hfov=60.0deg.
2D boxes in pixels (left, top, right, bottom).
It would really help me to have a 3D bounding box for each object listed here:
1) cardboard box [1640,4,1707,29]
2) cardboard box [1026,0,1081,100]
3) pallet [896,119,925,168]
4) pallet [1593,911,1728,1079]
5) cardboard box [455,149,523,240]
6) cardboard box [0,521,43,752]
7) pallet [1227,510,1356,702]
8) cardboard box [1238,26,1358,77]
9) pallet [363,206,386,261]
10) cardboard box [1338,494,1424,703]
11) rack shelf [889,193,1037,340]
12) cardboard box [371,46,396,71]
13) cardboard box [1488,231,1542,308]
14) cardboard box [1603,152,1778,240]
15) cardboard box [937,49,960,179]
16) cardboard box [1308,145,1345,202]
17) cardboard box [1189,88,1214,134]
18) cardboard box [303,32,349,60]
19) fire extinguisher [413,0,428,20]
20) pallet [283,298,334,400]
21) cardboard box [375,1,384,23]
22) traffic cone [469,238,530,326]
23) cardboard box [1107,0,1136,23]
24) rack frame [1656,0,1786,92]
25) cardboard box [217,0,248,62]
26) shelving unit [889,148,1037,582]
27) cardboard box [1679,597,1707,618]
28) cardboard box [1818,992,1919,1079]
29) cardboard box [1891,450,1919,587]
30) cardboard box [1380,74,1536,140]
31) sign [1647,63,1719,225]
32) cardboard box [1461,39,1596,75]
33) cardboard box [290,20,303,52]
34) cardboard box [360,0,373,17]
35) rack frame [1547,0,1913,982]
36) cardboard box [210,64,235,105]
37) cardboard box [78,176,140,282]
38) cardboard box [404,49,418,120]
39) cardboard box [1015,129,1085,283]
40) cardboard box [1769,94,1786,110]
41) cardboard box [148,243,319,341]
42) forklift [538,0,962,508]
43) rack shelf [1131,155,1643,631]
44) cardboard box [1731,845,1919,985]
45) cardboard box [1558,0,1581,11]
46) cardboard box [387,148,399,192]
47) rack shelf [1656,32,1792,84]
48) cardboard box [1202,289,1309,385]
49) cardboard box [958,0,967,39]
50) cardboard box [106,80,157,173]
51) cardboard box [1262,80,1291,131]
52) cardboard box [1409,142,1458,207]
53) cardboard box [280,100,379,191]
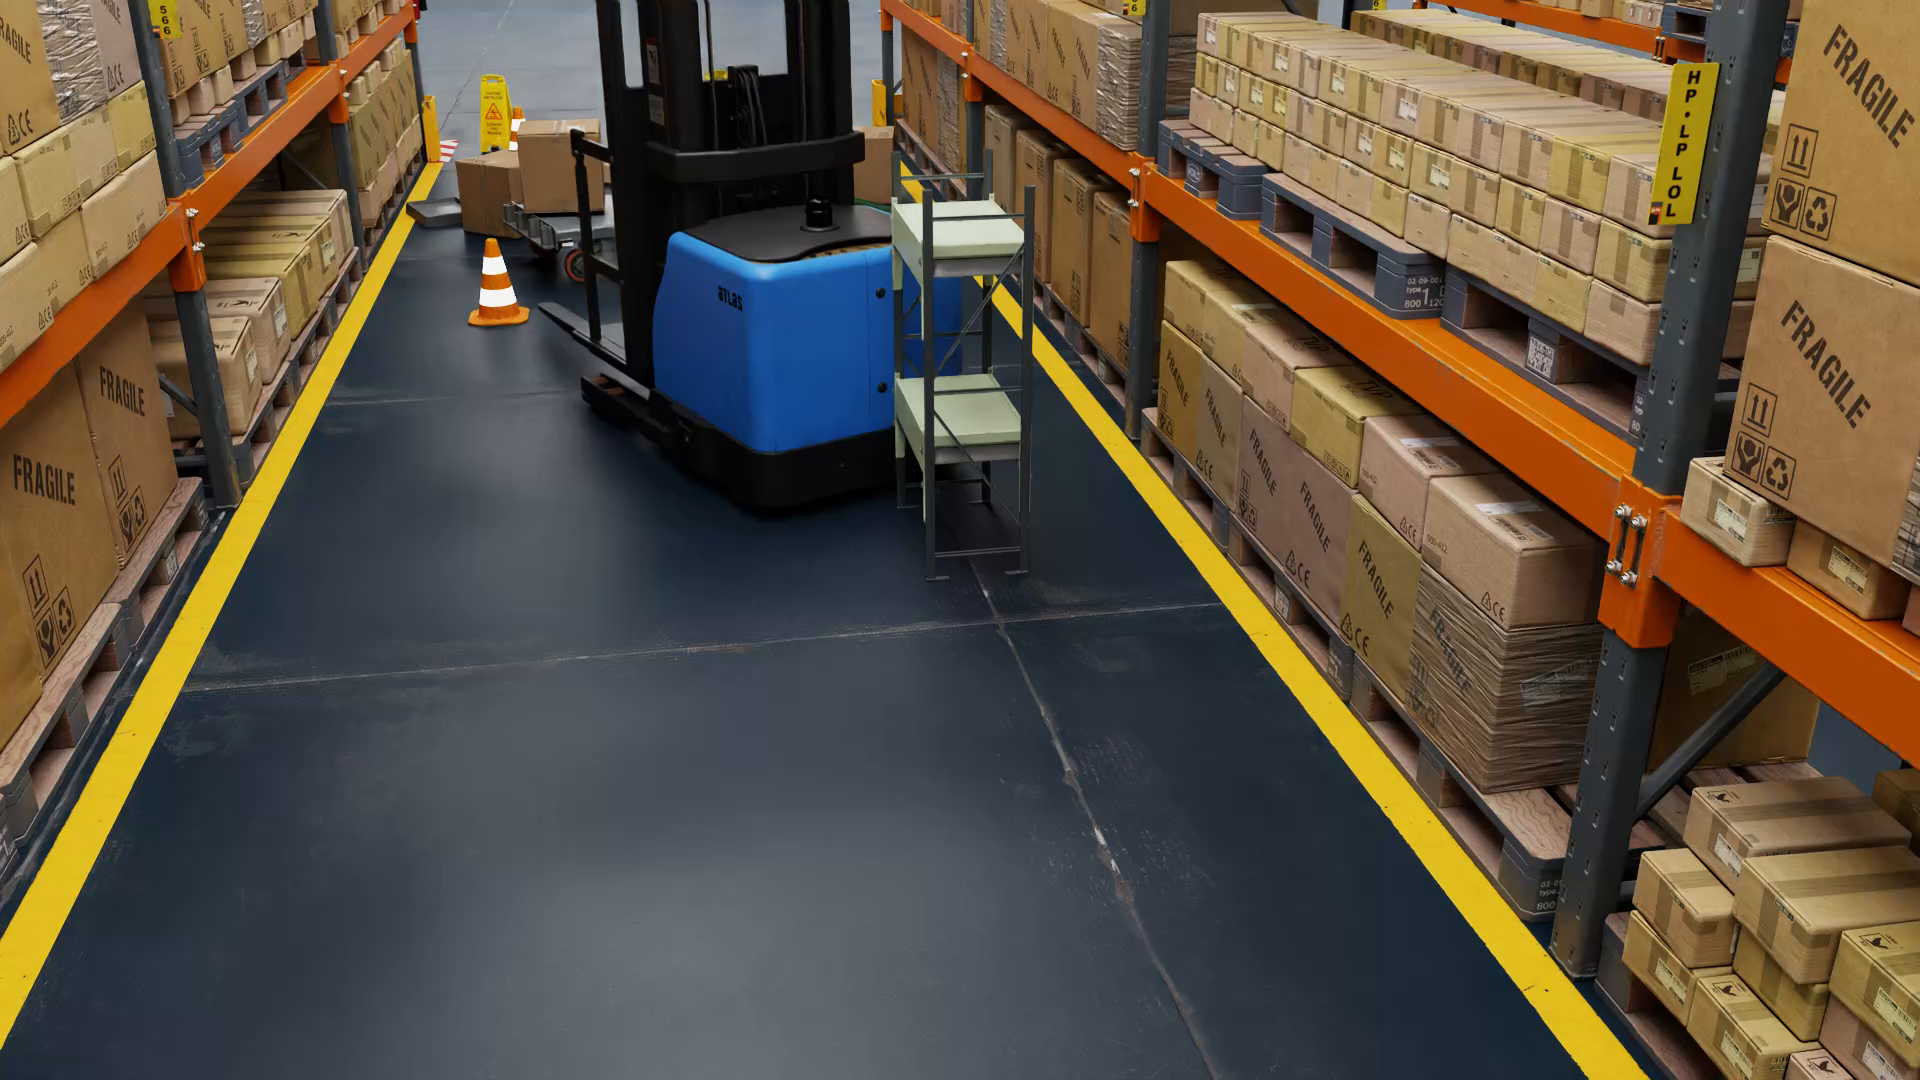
[{"bbox_3d":[5.110,-3.742,11.884,0.380,0.149,0.250,-4,24,-10],"label":"cardboard box"},{"bbox_3d":[0.656,-2.691,9.039,0.500,0.500,0.500,-4,24,-9],"label":"cardboard box"},{"bbox_3d":[0.031,-3.454,14.394,1.003,0.211,1.213,-4,24,-10],"label":"pallet"},{"bbox_3d":[2.184,1.219,3.695,1.003,0.211,1.213,-4,24,-10],"label":"pallet"},{"bbox_3d":[-3.161,-2.439,11.706,0.500,0.500,0.500,13,27,27],"label":"cardboard box"},{"bbox_3d":[-3.189,0.274,4.504,0.875,0.875,0.875,-4,24,-8],"label":"cardboard box"},{"bbox_3d":[1.651,0.171,6.096,1.003,0.211,1.213,-4,24,-10],"label":"pallet"},{"bbox_3d":[1.274,-1.845,6.273,0.380,0.149,0.250,-4,24,-10],"label":"cardboard box"},{"bbox_3d":[-4.459,-2.045,11.168,1.003,0.211,1.213,-4,24,-10],"label":"pallet"},{"bbox_3d":[1.546,0.158,5.238,0.500,0.500,0.500,-5,24,-11],"label":"cardboard box"},{"bbox_3d":[-0.001,-1.048,6.300,0.431,0.370,0.720,-4,24,-10],"label":"rack shelf"},{"bbox_3d":[-4.411,-3.569,12.338,0.380,0.149,0.250,-3,24,-7],"label":"cardboard box"},{"bbox_3d":[1.664,-0.740,4.485,0.380,0.149,0.250,-4,24,-10],"label":"cardboard box"},{"bbox_3d":[1.759,-0.814,3.911,0.380,0.149,0.250,-3,24,-7],"label":"cardboard box"},{"bbox_3d":[0.328,-3.293,12.671,0.875,0.875,0.875,-4,24,-9],"label":"cardboard box"},{"bbox_3d":[1.417,-1.259,5.673,0.380,0.149,0.250,-4,24,-9],"label":"cardboard box"},{"bbox_3d":[1.170,-1.780,6.867,0.380,0.149,0.250,-5,24,-10],"label":"cardboard box"},{"bbox_3d":[-4.043,-3.093,10.399,0.380,0.149,0.250,-4,24,-10],"label":"cardboard box"},{"bbox_3d":[-4.608,-4.678,13.810,0.296,0.674,0.183,-4,24,-10],"label":"fire extinguisher"},{"bbox_3d":[-3.926,-0.996,8.767,1.003,0.211,1.213,-4,24,-10],"label":"pallet"},{"bbox_3d":[-4.455,-3.890,12.223,0.380,0.149,0.250,-5,24,-10],"label":"cardboard box"},{"bbox_3d":[-2.695,-1.514,9.639,0.336,0.463,0.334,-4,24,-10],"label":"traffic cone"},{"bbox_3d":[1.117,-2.774,7.979,0.700,0.500,0.500,-5,24,-11],"label":"cardboard box"},{"bbox_3d":[5.439,-3.794,11.690,1.000,3.000,0.127,-4,24,-10],"label":"rack frame"},{"bbox_3d":[-3.625,-2.469,7.634,0.500,0.500,0.500,-4,24,-9],"label":"cardboard box"},{"bbox_3d":[-0.001,-0.690,6.456,0.431,1.500,0.755,-4,24,-10],"label":"shelving unit"},{"bbox_3d":[2.148,-0.021,4.712,0.500,0.250,0.500,-5,24,-12],"label":"cardboard box"},{"bbox_3d":[1.993,1.010,3.356,0.380,0.149,0.250,-4,24,-10],"label":"cardboard box"},{"bbox_3d":[1.967,-0.095,2.723,0.500,0.500,0.500,-4,24,-10],"label":"cardboard box"},{"bbox_3d":[1.519,-1.326,5.085,0.380,0.149,0.250,-5,24,-12],"label":"cardboard box"},{"bbox_3d":[1.480,-0.808,3.407,0.100,0.325,0.005,-4,24,-10],"label":"sign"},{"bbox_3d":[2.011,-1.683,5.901,0.380,0.149,0.250,-4,24,-10],"label":"cardboard box"},{"bbox_3d":[-3.820,-2.752,9.094,0.380,0.149,0.250,-5,24,-11],"label":"cardboard box"},{"bbox_3d":[-4.304,-3.831,11.277,0.500,0.500,0.500,-5,24,-10],"label":"cardboard box"},{"bbox_3d":[2.025,-0.320,3.736,1.000,3.000,0.127,-4,24,-10],"label":"rack frame"},{"bbox_3d":[-3.493,-2.041,7.465,0.380,0.149,0.250,-4,24,-9],"label":"cardboard box"},{"bbox_3d":[-3.102,-1.039,5.569,0.500,0.250,0.500,-4,24,-9],"label":"cardboard box"},{"bbox_3d":[-4.636,-3.614,13.252,0.500,0.500,0.500,-4,24,-9],"label":"cardboard box"},{"bbox_3d":[0.923,-2.011,9.894,1.050,0.750,0.750,-4,24,-10],"label":"cardboard box"},{"bbox_3d":[2.258,-1.168,4.722,0.380,0.149,0.250,-5,24,-10],"label":"cardboard box"},{"bbox_3d":[-3.934,-1.287,8.708,0.950,0.372,0.625,-4,24,-8],"label":"cardboard box"},{"bbox_3d":[-1.211,-2.013,7.696,1.130,2.935,3.031,-15,28,-31],"label":"forklift"},{"bbox_3d":[1.655,-0.777,5.681,1.077,0.370,4.000,-4,24,-10],"label":"rack shelf"},{"bbox_3d":[1.878,0.785,3.500,0.380,0.149,0.250,-3,24,-7],"label":"cardboard box"},{"bbox_3d":[4.928,-4.237,13.018,0.380,0.149,0.250,-4,24,-10],"label":"cardboard box"},{"bbox_3d":[-4.355,-2.663,12.010,0.500,0.250,0.500,-5,24,-10],"label":"cardboard box"},{"bbox_3d":[5.809,-2.678,10.033,1.077,0.370,4.000,-4,24,-10],"label":"rack shelf"},{"bbox_3d":[1.269,-0.796,6.486,0.500,0.250,0.500,-5,24,-10],"label":"cardboard box"},{"bbox_3d":[0.466,-3.680,11.241,0.875,0.550,0.550,-4,24,-10],"label":"cardboard box"},{"bbox_3d":[-3.221,-1.476,5.945,0.500,0.250,0.500,-4,24,-10],"label":"cardboard box"},{"bbox_3d":[1.329,-1.592,6.065,0.380,0.149,0.250,-4,24,-10],"label":"cardboard box"},{"bbox_3d":[1.563,-1.087,4.908,0.380,0.149,0.250,-6,24,-12],"label":"cardboard box"},{"bbox_3d":[-4.144,-2.589,10.904,0.500,0.500,0.500,-3,24,-7],"label":"cardboard box"}]
